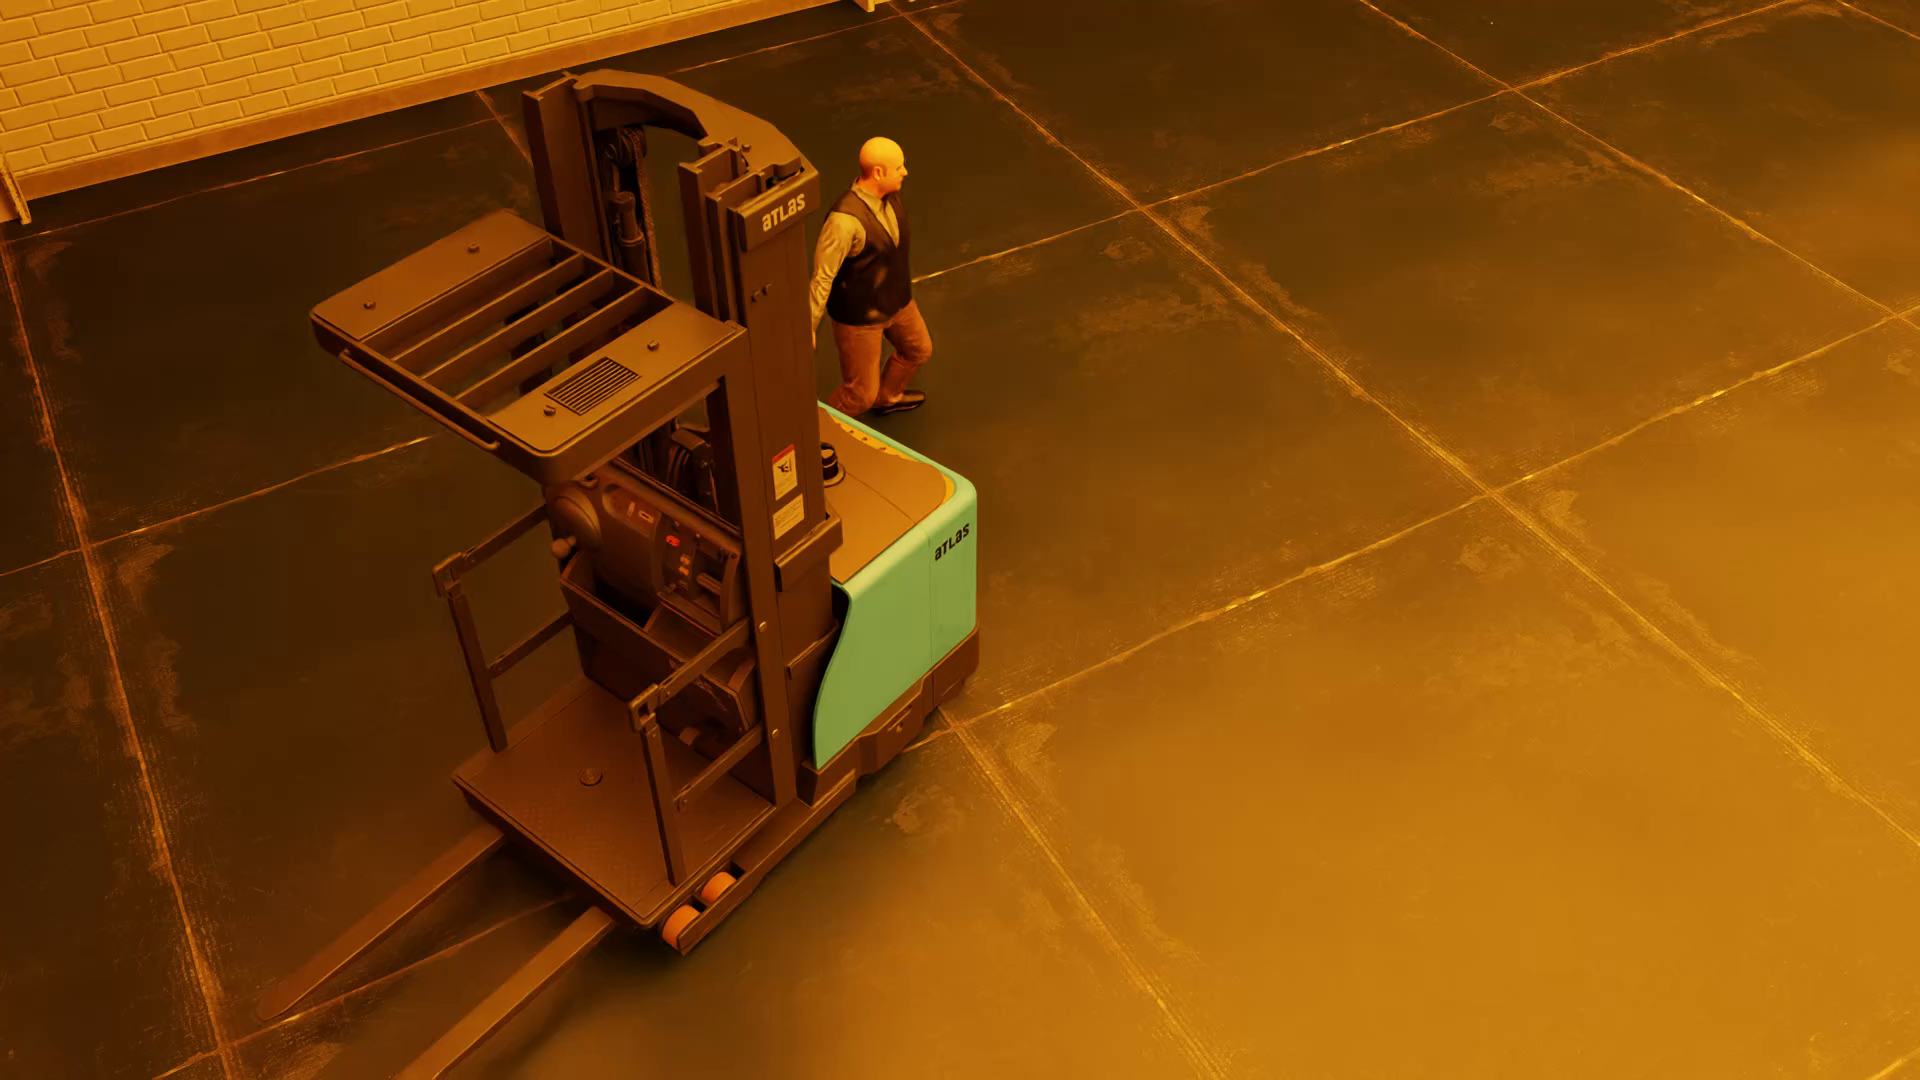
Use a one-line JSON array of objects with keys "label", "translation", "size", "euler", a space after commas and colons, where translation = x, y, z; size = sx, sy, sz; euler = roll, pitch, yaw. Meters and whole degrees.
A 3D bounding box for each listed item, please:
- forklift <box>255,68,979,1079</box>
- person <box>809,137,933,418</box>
[{"label": "forklift", "translation": [-1.235, 0.067, 5.626], "size": [1.130, 2.935, 3.031], "euler": [29, 50, 27]}, {"label": "person", "translation": [-0.483, -1.105, 7.864], "size": [0.471, 1.695, 0.874], "euler": [22, 47, 22]}]
